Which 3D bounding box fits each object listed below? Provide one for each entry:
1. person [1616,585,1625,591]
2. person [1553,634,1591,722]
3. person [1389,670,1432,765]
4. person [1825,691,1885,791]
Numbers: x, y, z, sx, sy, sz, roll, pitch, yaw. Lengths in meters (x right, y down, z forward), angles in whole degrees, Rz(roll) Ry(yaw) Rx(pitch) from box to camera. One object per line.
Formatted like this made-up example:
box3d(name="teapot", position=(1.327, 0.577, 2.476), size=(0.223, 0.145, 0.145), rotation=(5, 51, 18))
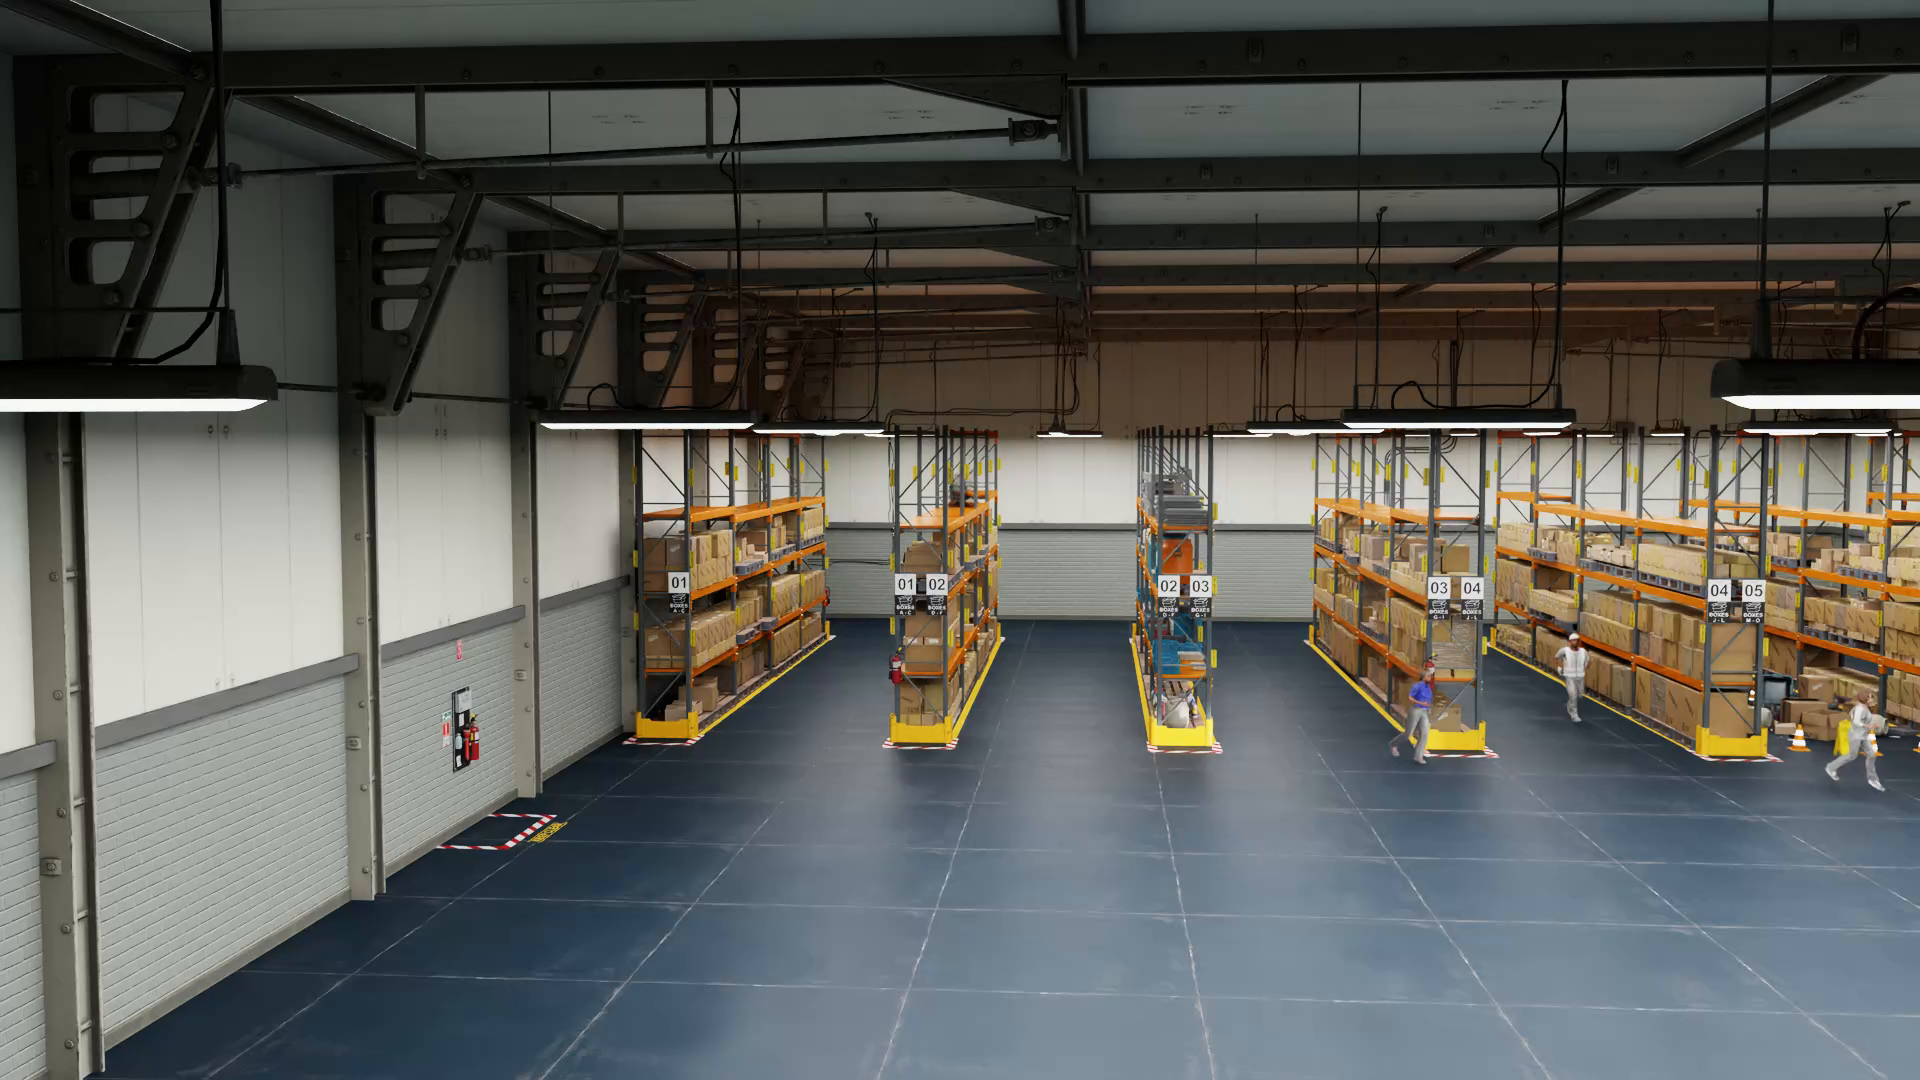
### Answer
box3d(name="person", position=(18.748, 2.035, 47.364), size=(0.666, 1.683, 0.586), rotation=(0, 3, 5))
box3d(name="person", position=(12.504, 2.789, 33.906), size=(0.684, 1.763, 0.964), rotation=(0, 3, -1))
box3d(name="person", position=(8.191, 3.131, 29.721), size=(0.623, 1.622, 0.895), rotation=(-2, 4, -29))
box3d(name="person", position=(14.772, 3.277, 27.412), size=(0.907, 1.611, 0.563), rotation=(3, 5, 43))
